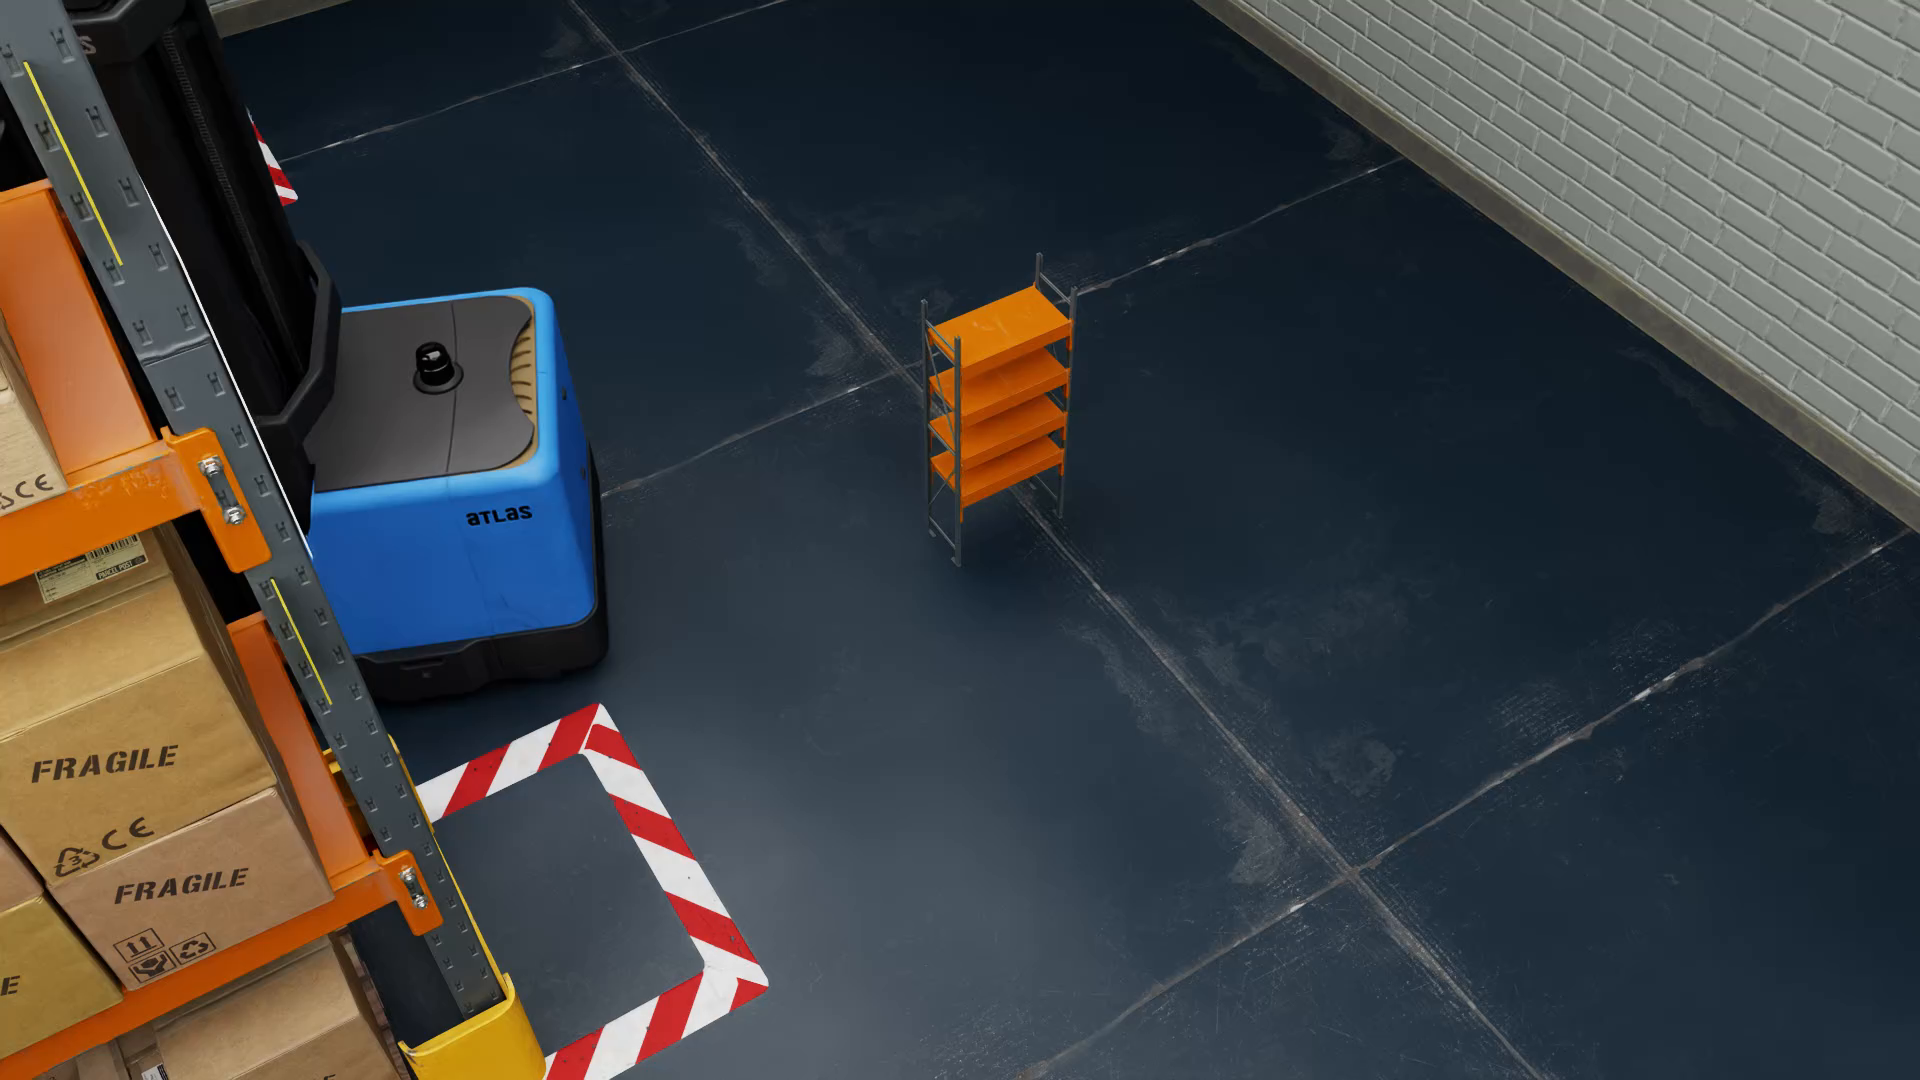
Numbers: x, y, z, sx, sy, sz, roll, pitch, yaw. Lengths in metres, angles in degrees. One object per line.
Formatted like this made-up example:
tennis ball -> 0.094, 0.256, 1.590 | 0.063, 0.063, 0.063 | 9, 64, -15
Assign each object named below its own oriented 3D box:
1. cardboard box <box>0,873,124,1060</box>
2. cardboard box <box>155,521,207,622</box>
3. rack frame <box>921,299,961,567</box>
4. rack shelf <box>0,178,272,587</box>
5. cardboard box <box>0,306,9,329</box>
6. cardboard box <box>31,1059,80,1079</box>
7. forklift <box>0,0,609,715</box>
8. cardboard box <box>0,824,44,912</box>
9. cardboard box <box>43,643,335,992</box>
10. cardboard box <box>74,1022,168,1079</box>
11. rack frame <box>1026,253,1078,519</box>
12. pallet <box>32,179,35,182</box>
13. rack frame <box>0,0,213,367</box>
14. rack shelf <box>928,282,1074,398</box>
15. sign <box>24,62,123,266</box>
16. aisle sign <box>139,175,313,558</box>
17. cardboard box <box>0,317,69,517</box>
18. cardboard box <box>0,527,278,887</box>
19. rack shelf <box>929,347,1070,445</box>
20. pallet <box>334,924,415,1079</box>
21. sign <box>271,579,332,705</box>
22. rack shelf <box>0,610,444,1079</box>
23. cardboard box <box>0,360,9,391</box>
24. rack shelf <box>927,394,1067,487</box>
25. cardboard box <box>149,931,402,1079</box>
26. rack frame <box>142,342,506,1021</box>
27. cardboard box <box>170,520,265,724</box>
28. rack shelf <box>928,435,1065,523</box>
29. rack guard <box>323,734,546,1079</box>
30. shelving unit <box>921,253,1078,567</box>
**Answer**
cardboard box -> -2.336, 0.876, 3.840 | 0.500, 0.500, 0.500 | -25, 53, -20
cardboard box -> -2.181, -0.006, 3.955 | 0.500, 0.500, 0.500 | -24, 52, -20
rack frame -> -0.066, -0.368, 6.219 | 0.015, 1.200, 0.240 | -25, 53, -21
rack shelf -> -3.357, 0.388, 2.814 | 4.000, 0.370, 1.077 | -25, 53, -21
cardboard box -> -2.236, -0.554, 3.272 | 0.500, 0.250, 0.500 | -25, 53, -21
cardboard box -> -2.700, 1.355, 5.027 | 0.500, 0.250, 0.500 | -25, 53, -21
forklift -> -2.889, -0.645, 5.307 | 3.031, 2.935, 1.130 | -8, 49, -7
cardboard box -> -2.322, 0.537, 3.472 | 0.500, 0.500, 0.500 | -24, 53, -20
cardboard box -> -1.899, 0.667, 4.026 | 0.500, 0.500, 0.500 | -24, 52, -20
cardboard box -> -2.384, 1.623, 4.844 | 0.250, 0.166, 0.380 | -25, 53, -21
rack frame -> 0.346, -0.562, 6.393 | 0.015, 1.200, 0.240 | -25, 53, -21
pallet -> -4.946, -1.482, 7.874 | 1.213, 0.211, 1.003 | -25, 53, -21
rack frame -> -1.666, -1.645, 2.135 | 0.127, 3.000, 1.000 | -25, 53, -21
rack shelf -> 0.140, -0.726, 6.013 | 0.480, 0.148, 0.258 | -25, 53, -21
sign -> -1.386, -0.584, 2.605 | 0.005, 0.325, 0.100 | -25, 53, -21
aisle sign -> -1.444, -0.348, 3.256 | 0.004, 0.787, 0.394 | -25, 53, -21
cardboard box -> -1.959, -0.227, 2.980 | 0.500, 0.250, 0.500 | -25, 53, -21
cardboard box -> -1.895, 0.335, 3.652 | 0.500, 0.500, 0.500 | -26, 53, -21
rack shelf -> 0.140, -0.569, 6.189 | 0.480, 0.148, 0.258 | -25, 53, -21
pallet -> -2.404, 1.626, 5.106 | 1.213, 0.211, 1.003 | -25, 53, -21
sign -> -1.386, 0.218, 3.505 | 0.005, 0.325, 0.100 | -25, 53, -21
rack shelf -> -3.357, 1.386, 3.934 | 4.000, 0.370, 1.077 | -25, 53, -21
cardboard box -> -1.964, -0.398, 2.799 | 0.500, 0.250, 0.500 | -25, 53, -21
rack shelf -> 0.140, -0.420, 6.356 | 0.480, 0.148, 0.258 | -25, 53, -21
cardboard box -> -1.994, 1.407, 4.813 | 0.500, 0.500, 0.500 | -25, 53, -21
rack frame -> -1.666, 0.350, 4.375 | 0.127, 3.000, 1.000 | -25, 53, -21
cardboard box -> -2.181, 0.327, 4.329 | 0.500, 0.500, 0.500 | -24, 53, -20
rack shelf -> 0.140, -0.288, 6.504 | 0.480, 0.148, 0.258 | -25, 53, -21
rack guard -> -1.730, 1.211, 5.282 | 0.348, 0.500, 1.175 | -25, 53, -21
shelving unit -> 0.140, -0.465, 6.306 | 0.503, 1.200, 0.258 | -25, 53, -21
